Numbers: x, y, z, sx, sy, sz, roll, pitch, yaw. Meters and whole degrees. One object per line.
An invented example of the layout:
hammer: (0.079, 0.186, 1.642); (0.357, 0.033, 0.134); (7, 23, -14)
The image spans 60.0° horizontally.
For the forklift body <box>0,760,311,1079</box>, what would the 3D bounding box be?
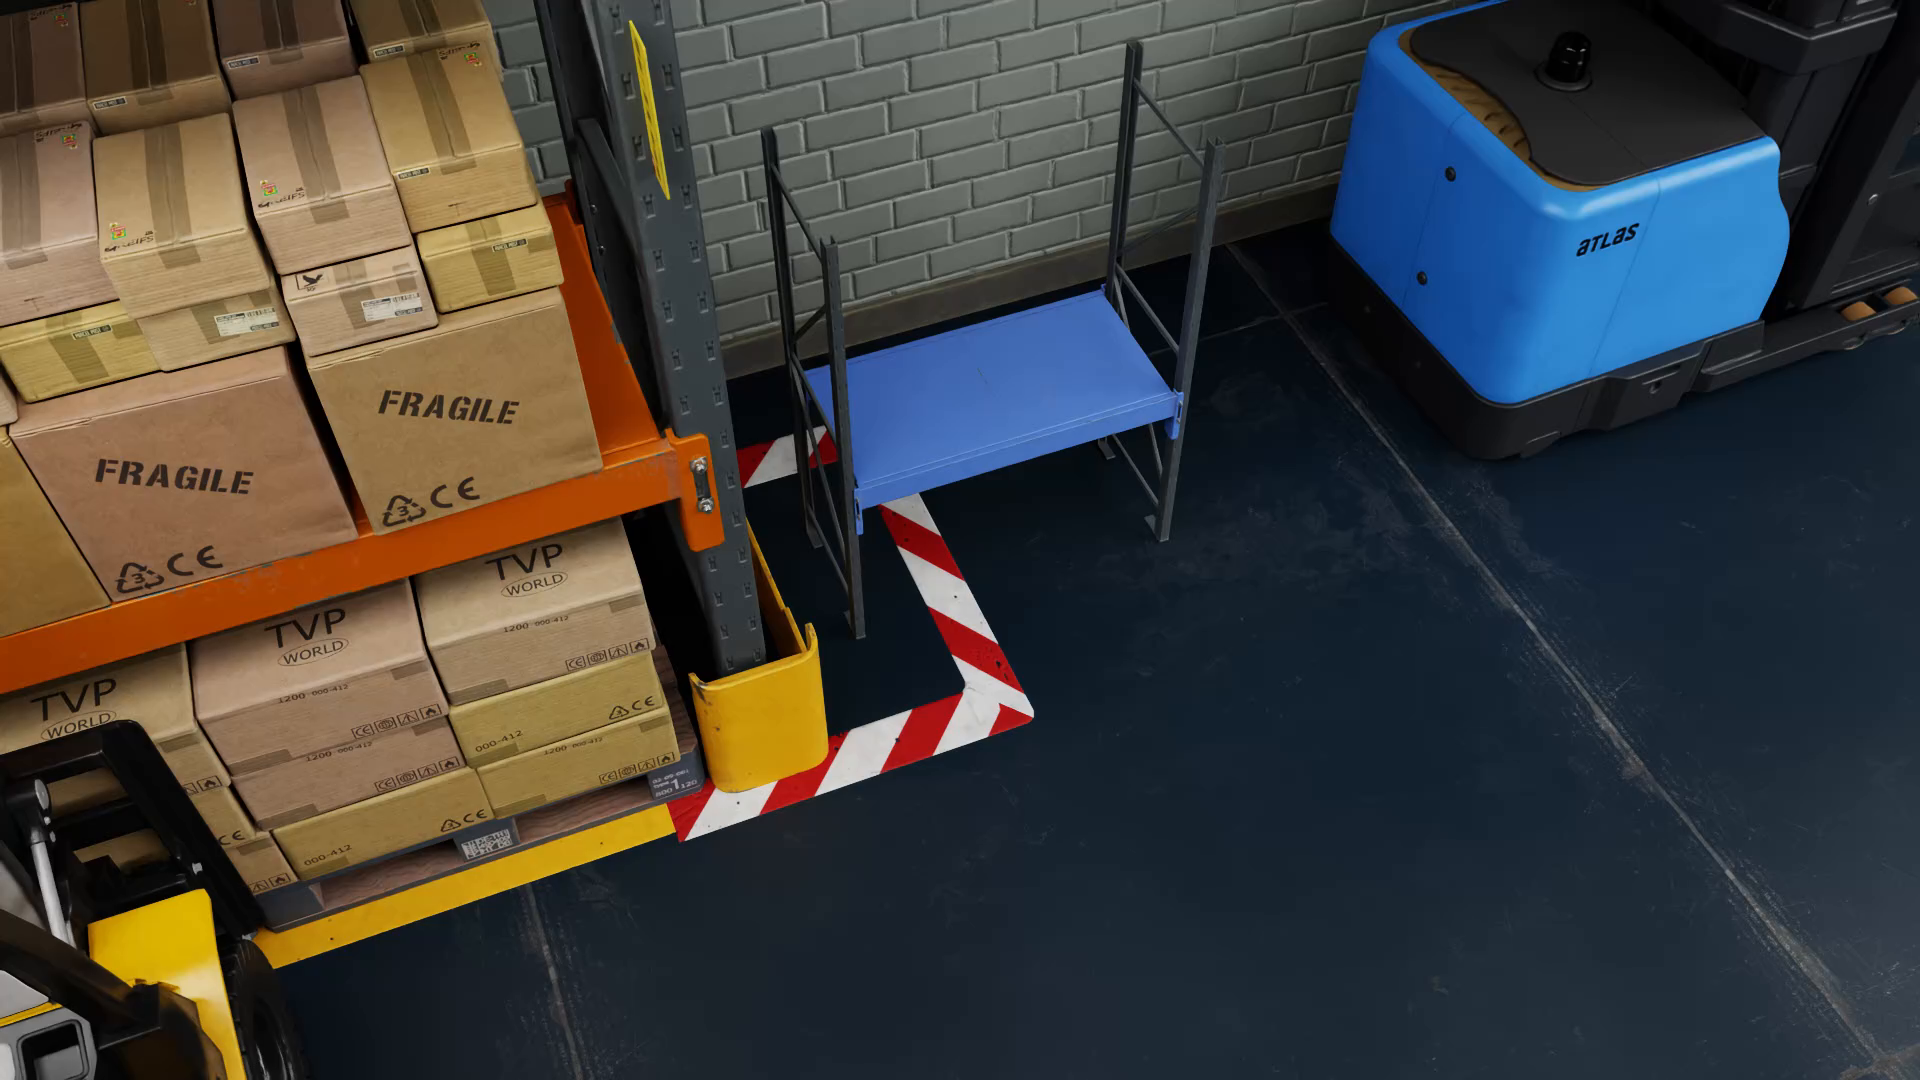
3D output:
forklift body: (-1.822, 1.394, 2.635); (1.214, 2.155, 2.313); (-17, 52, -14)

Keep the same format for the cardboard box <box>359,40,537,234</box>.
cardboard box: (-1.008, -0.797, 3.268); (0.250, 0.149, 0.380); (-17, 51, -14)

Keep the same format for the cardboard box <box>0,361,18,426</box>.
cardboard box: (-1.923, -0.356, 3.085); (0.250, 0.149, 0.380); (-19, 52, -15)

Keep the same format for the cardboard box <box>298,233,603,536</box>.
cardboard box: (-1.112, -0.414, 3.563); (0.500, 0.500, 0.500); (-18, 52, -15)

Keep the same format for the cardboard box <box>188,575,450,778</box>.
cardboard box: (-1.535, 0.228, 3.954); (0.500, 0.250, 0.500); (-16, 51, -14)

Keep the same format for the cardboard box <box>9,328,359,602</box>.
cardboard box: (-1.596, -0.272, 3.440); (0.500, 0.500, 0.500); (-16, 51, -13)

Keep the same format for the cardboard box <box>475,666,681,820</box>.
cardboard box: (-1.071, 0.408, 4.458); (0.500, 0.250, 0.500); (-17, 51, -14)

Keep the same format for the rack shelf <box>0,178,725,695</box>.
rack shelf: (-2.607, 0.101, 3.660); (4.000, 0.370, 1.077); (-17, 52, -14)

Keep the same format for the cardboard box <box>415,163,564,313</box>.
cardboard box: (-0.971, -0.655, 3.342); (0.250, 0.149, 0.380); (-17, 51, -14)

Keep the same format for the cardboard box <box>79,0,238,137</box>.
cardboard box: (-1.642, -0.965, 3.412); (0.250, 0.149, 0.380); (-16, 51, -14)

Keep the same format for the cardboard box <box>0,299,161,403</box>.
cardboard box: (-1.693, -0.466, 3.180); (0.250, 0.149, 0.380); (-18, 52, -15)

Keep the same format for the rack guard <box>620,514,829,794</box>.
rack guard: (-0.734, 0.100, 4.834); (0.348, 0.500, 1.175); (-17, 52, -14)

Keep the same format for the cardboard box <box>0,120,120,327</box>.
cardboard box: (-1.715, -0.592, 3.091); (0.250, 0.149, 0.380); (-17, 51, -14)

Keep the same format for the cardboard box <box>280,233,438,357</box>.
cardboard box: (-1.196, -0.561, 3.261); (0.250, 0.149, 0.380); (-16, 51, -14)

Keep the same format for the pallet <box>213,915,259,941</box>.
pallet: (-2.576, 0.797, 4.426); (1.213, 0.211, 1.003); (-17, 52, -14)

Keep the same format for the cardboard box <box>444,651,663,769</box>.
cardboard box: (-1.088, 0.248, 4.266); (0.500, 0.250, 0.500); (-18, 52, -15)

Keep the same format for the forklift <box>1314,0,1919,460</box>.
forklift: (2.829, -1.970, 5.010); (3.031, 2.935, 1.130); (-19, 52, -15)

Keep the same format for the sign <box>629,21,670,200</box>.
sign: (-0.564, -0.777, 3.020); (0.005, 0.325, 0.100); (-17, 52, -14)

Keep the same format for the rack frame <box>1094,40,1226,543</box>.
rack frame: (0.550, -0.659, 4.827); (0.032, 1.500, 0.500); (-17, 52, -14)

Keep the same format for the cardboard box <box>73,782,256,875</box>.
cardboard box: (-2.027, 0.547, 4.009); (0.500, 0.250, 0.500); (-18, 52, -15)

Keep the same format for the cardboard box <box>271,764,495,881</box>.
cardboard box: (-1.535, 0.544, 4.341); (0.500, 0.250, 0.500); (-17, 52, -14)

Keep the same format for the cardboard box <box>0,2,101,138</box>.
cardboard box: (-1.876, -0.904, 3.360); (0.250, 0.149, 0.380); (-17, 51, -14)

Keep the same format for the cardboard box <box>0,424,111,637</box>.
cardboard box: (-2.070, -0.125, 3.314); (0.500, 0.500, 0.500); (-18, 52, -15)

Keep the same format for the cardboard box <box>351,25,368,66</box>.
cardboard box: (-1.372, -0.921, 3.570); (0.250, 0.149, 0.380); (-17, 52, -14)

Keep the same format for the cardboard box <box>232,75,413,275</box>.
cardboard box: (-1.224, -0.705, 3.188); (0.250, 0.149, 0.380); (-17, 51, -14)

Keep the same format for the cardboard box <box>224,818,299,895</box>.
cardboard box: (-2.002, 0.682, 4.223); (0.500, 0.250, 0.500); (-17, 51, -14)

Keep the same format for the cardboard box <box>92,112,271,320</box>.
cardboard box: (-1.456, -0.611, 3.108); (0.250, 0.149, 0.380); (-16, 51, -13)

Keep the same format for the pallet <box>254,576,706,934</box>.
pallet: (-1.448, 0.450, 4.724); (1.213, 0.211, 1.003); (-17, 52, -14)

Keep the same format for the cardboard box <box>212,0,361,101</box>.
cardboard box: (-1.417, -1.069, 3.502); (0.250, 0.149, 0.380); (-16, 51, -13)

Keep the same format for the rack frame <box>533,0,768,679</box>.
rack frame: (-0.756, -0.707, 3.880); (0.127, 3.000, 1.000); (-17, 52, -14)

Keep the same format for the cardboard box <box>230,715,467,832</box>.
cardboard box: (-1.557, 0.384, 4.149); (0.500, 0.250, 0.500); (-18, 52, -15)

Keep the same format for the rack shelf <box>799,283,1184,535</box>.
rack shelf: (0.079, -0.396, 4.838); (1.000, 0.185, 0.538); (-17, 52, -14)

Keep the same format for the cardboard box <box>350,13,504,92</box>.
cardboard box: (-1.168, -1.036, 3.669); (0.250, 0.149, 0.380); (-18, 52, -15)

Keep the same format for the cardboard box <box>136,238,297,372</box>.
cardboard box: (-1.460, -0.529, 3.234); (0.250, 0.149, 0.380); (-16, 51, -14)

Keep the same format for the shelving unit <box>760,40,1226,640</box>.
shelving unit: (0.079, -0.513, 4.702); (1.048, 1.500, 0.538); (-17, 52, -14)

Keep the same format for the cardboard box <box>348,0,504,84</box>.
cardboard box: (-1.148, -1.102, 3.529); (0.250, 0.149, 0.380); (-18, 52, -15)

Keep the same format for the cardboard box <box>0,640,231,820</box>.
cardboard box: (-1.998, 0.379, 3.823); (0.500, 0.250, 0.500); (-17, 51, -14)

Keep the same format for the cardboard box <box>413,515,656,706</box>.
cardboard box: (-1.064, 0.077, 4.083); (0.500, 0.250, 0.500); (-16, 51, -13)

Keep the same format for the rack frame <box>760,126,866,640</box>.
rack frame: (-0.392, -0.367, 4.577); (0.032, 1.500, 0.500); (-17, 52, -14)
